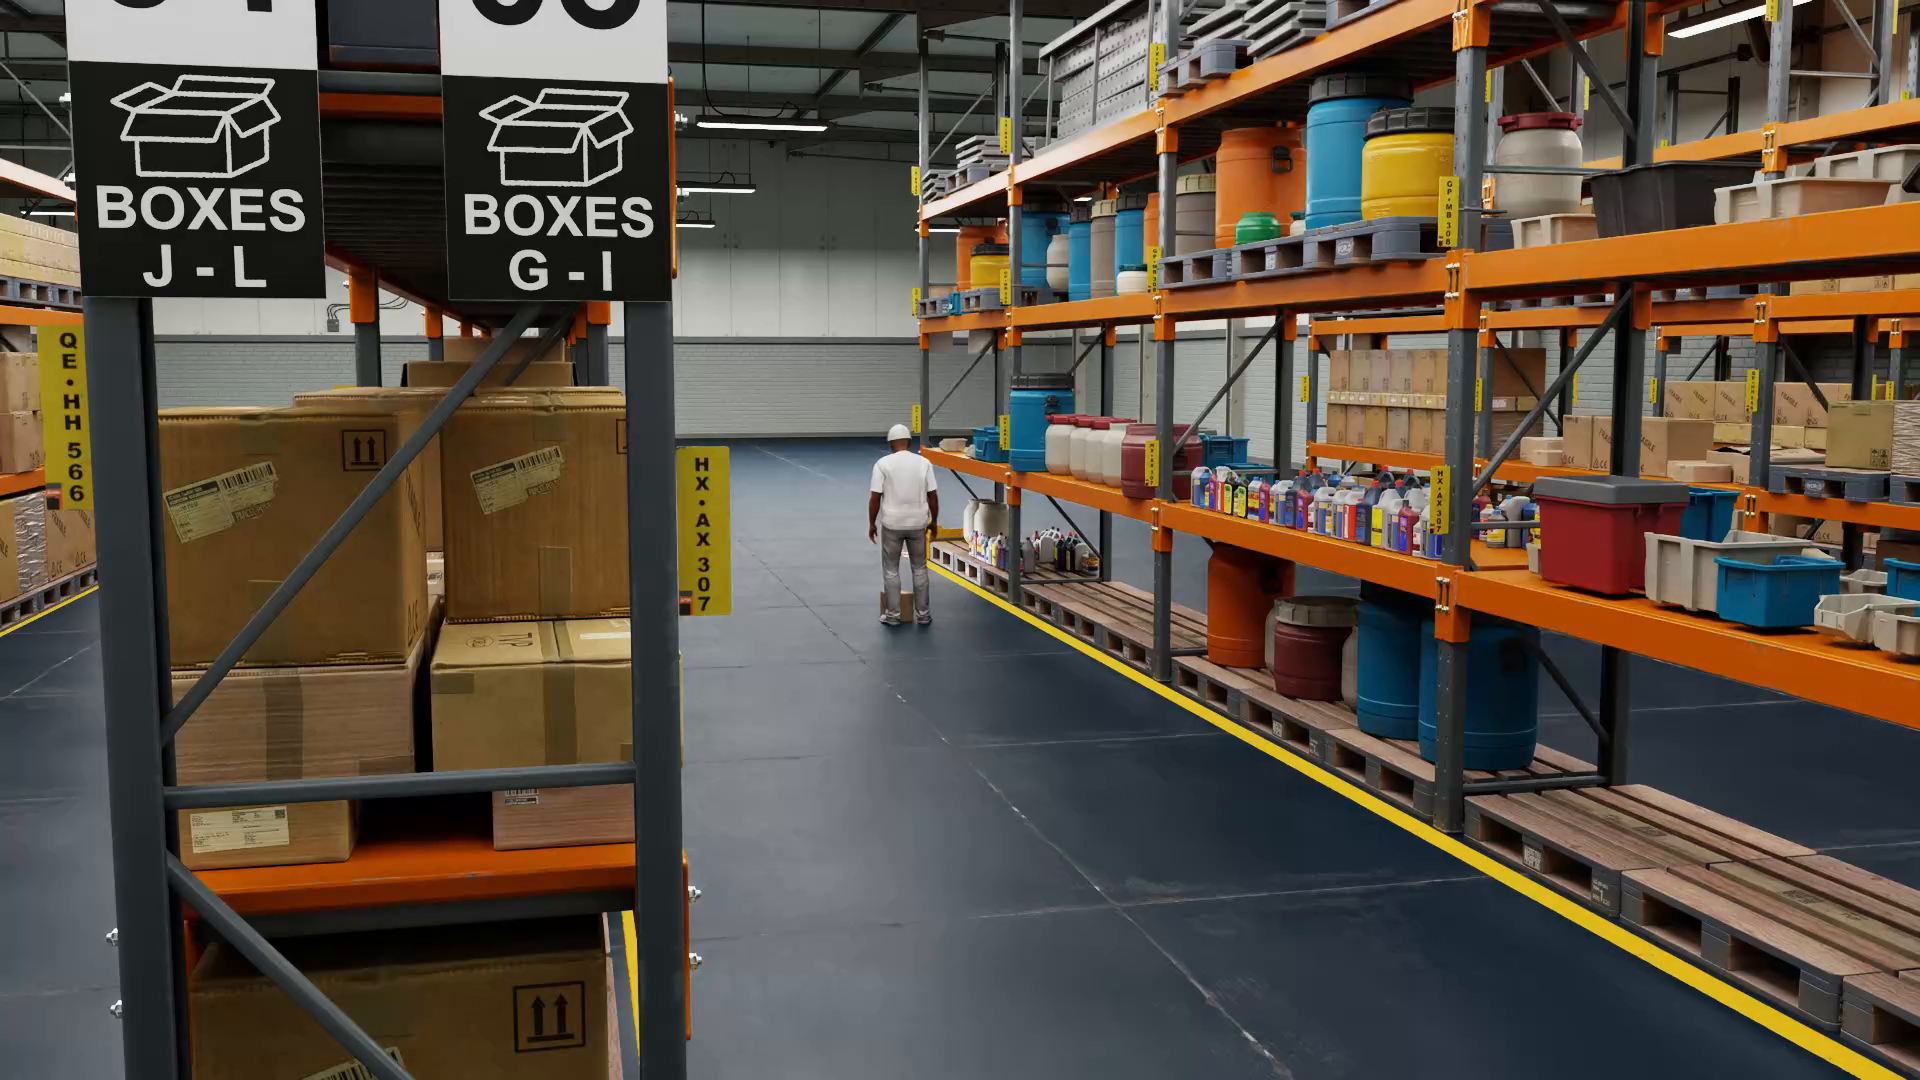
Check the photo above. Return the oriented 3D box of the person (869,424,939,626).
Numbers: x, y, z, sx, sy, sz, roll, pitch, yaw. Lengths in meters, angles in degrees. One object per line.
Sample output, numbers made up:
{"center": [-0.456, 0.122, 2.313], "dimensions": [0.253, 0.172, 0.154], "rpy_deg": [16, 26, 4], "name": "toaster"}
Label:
{"center": [-0.497, -0.135, 14.651], "dimensions": [0.628, 1.757, 0.457], "rpy_deg": [-1, 6, -13], "name": "person"}
